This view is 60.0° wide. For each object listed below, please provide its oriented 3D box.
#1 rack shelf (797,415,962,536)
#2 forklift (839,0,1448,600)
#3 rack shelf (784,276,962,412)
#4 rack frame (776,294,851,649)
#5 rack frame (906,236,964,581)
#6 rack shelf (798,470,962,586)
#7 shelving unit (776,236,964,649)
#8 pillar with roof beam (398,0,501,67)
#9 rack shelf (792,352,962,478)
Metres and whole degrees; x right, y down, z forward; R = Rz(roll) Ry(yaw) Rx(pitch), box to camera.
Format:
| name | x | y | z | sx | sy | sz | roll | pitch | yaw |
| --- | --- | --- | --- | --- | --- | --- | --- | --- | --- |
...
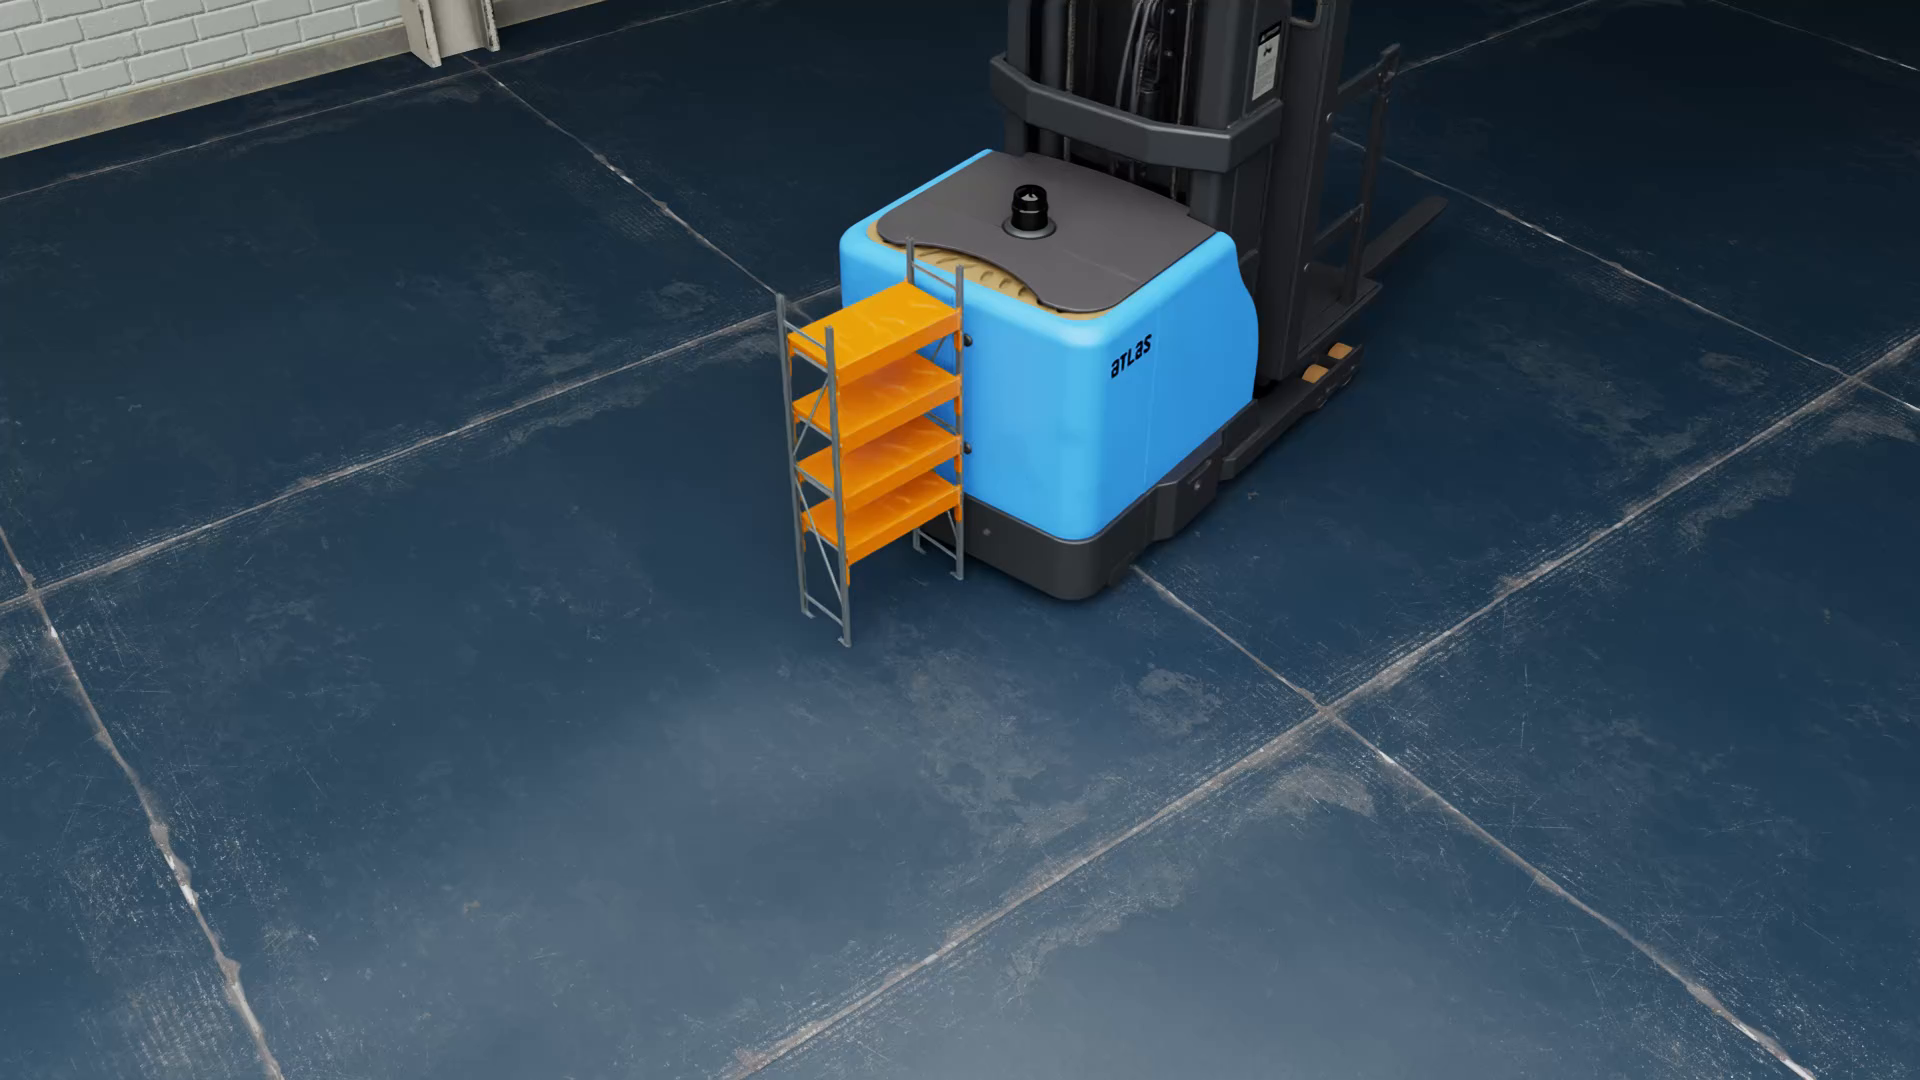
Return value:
| name | x | y | z | sx | sy | sz | roll | pitch | yaw |
| --- | --- | --- | --- | --- | --- | --- | --- | --- | --- |
| rack shelf | -0.255 | -0.227 | 5.187 | 0.480 | 0.148 | 0.258 | -30 | 48 | -31 |
| forklift | 0.910 | -1.813 | 5.649 | 1.130 | 2.935 | 3.031 | 27 | 46 | 29 |
| rack shelf | -0.255 | -0.583 | 4.895 | 0.480 | 0.148 | 0.258 | -30 | 48 | -31 |
| rack frame | -0.435 | -0.175 | 5.017 | 0.015 | 1.200 | 0.240 | -30 | 48 | -31 |
| rack frame | -0.075 | -0.384 | 5.272 | 0.015 | 1.200 | 0.240 | -30 | 48 | -31 |
| rack shelf | -0.255 | -0.074 | 5.313 | 0.480 | 0.148 | 0.258 | -30 | 48 | -31 |
| shelving unit | -0.255 | -0.279 | 5.145 | 0.503 | 1.200 | 0.258 | -30 | 48 | -31 |
| pillar with roof beam | -0.105 | -3.966 | 3.489 | 0.400 | 9.000 | 9.100 | -26 | 46 | -28 |
| rack shelf | -0.255 | -0.400 | 5.045 | 0.480 | 0.148 | 0.258 | -30 | 48 | -31 |
